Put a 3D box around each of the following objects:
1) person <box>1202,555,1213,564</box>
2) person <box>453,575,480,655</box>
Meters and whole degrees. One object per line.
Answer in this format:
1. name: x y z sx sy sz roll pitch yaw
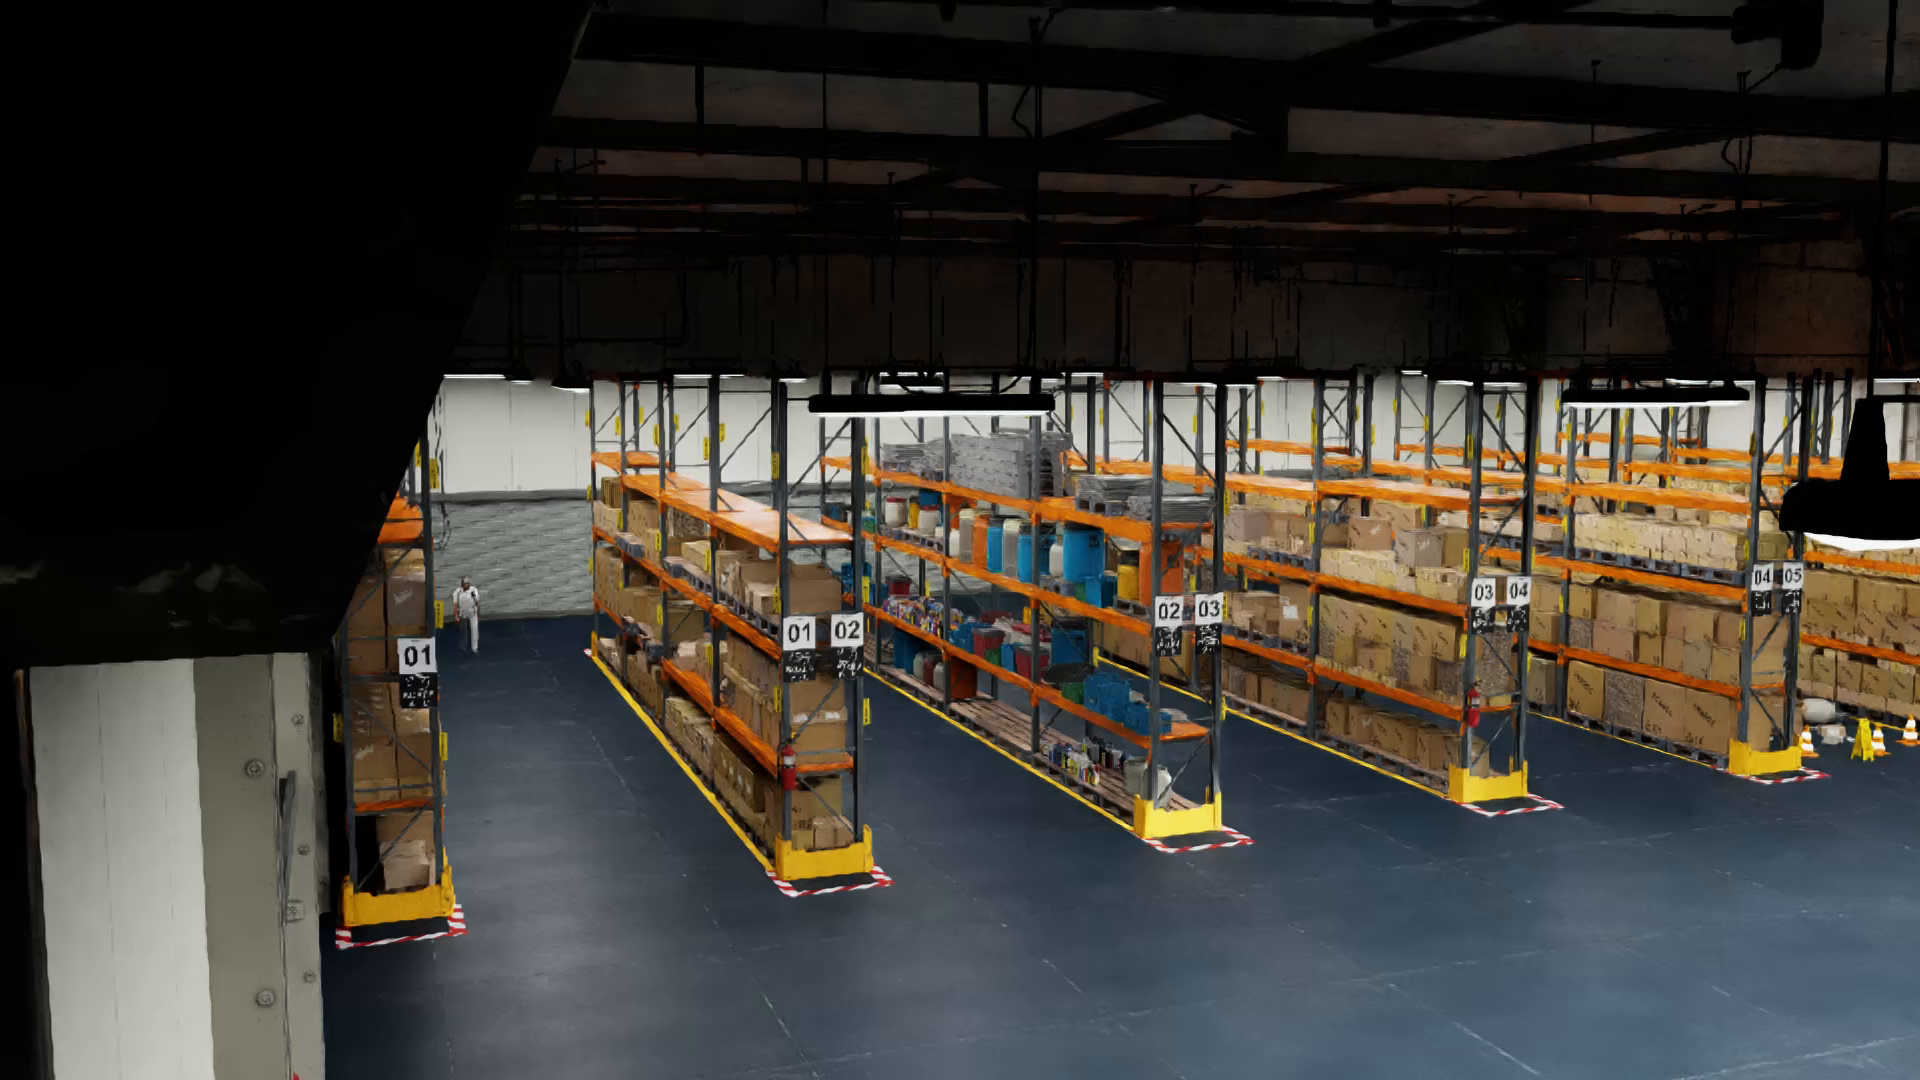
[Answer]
1. person: 6.551 0.671 43.665 0.474 1.588 0.470 2 7 19
2. person: -10.431 1.563 35.141 0.542 1.675 1.126 -2 7 -18
